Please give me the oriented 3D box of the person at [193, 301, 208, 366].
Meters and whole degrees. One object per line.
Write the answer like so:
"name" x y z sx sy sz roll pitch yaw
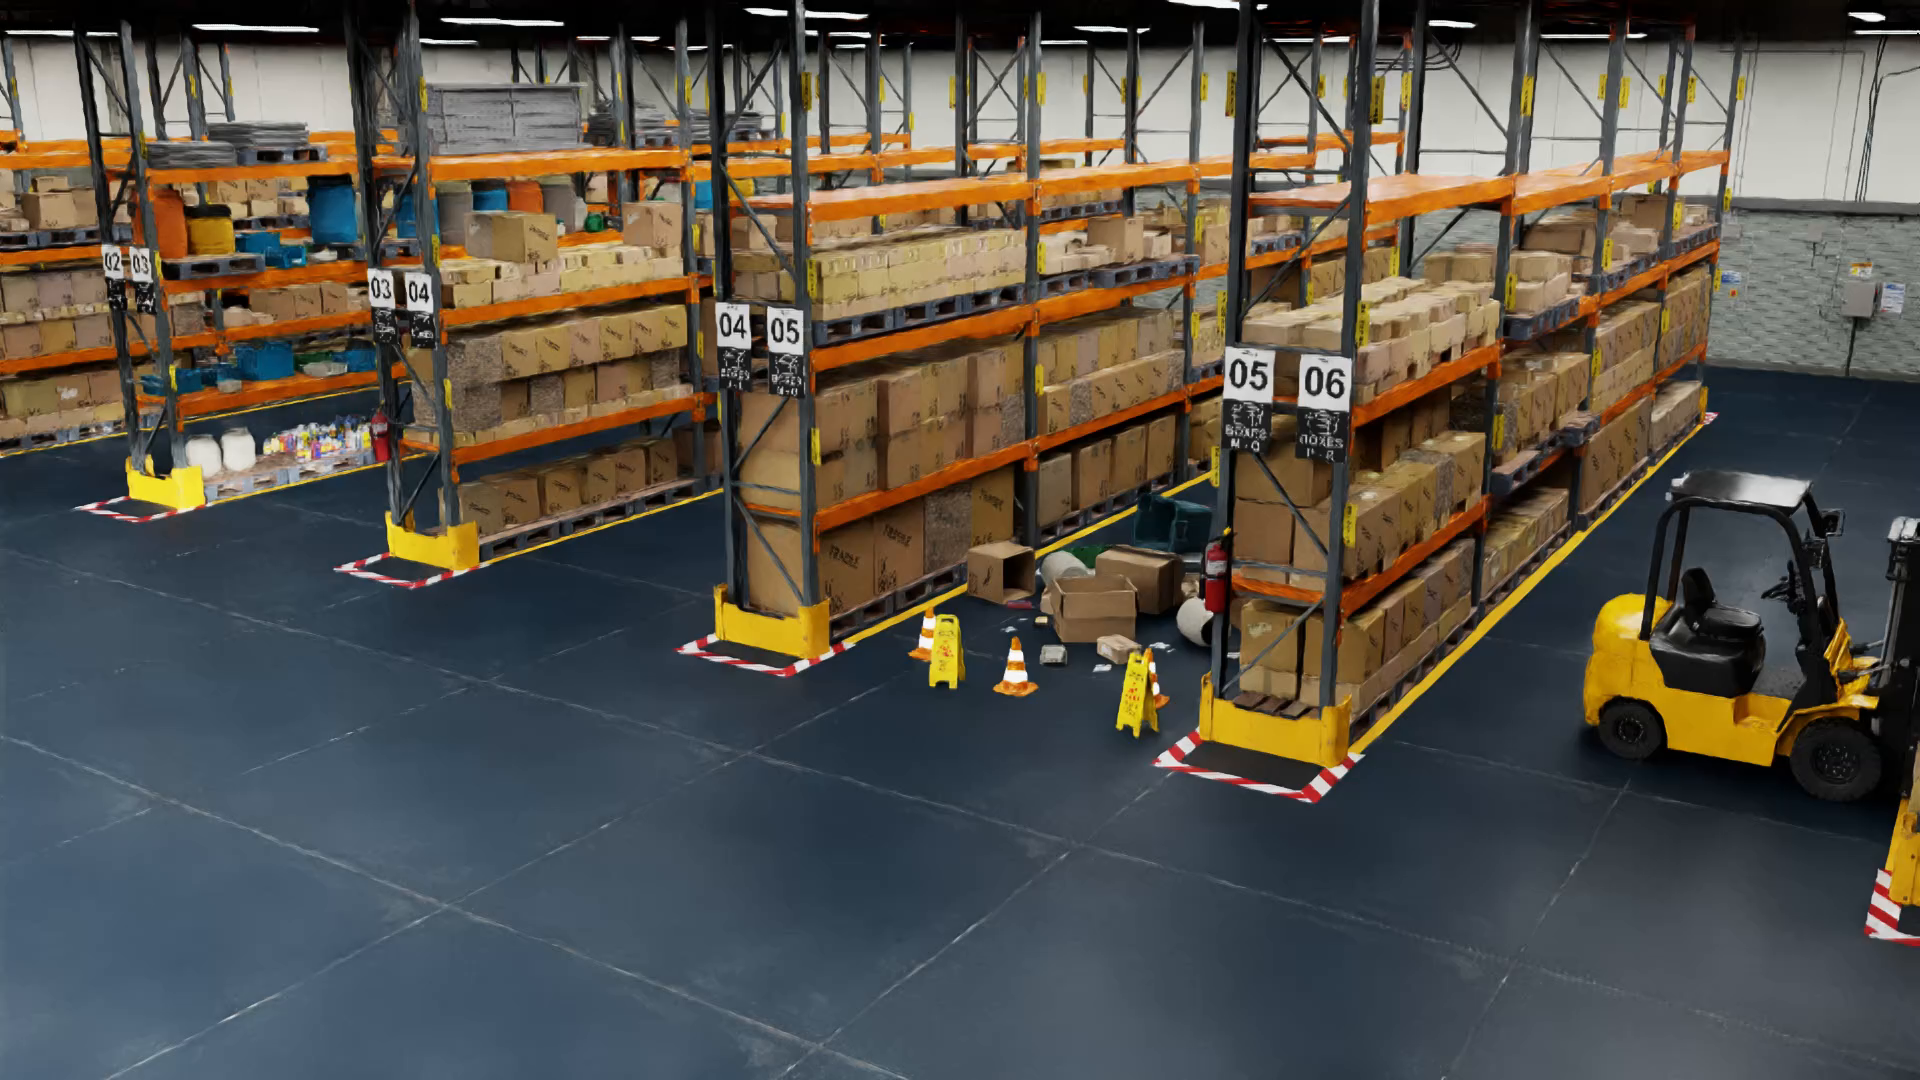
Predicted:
"person" -13.862 -3.894 30.007 0.674 1.715 0.842 4 16 15
